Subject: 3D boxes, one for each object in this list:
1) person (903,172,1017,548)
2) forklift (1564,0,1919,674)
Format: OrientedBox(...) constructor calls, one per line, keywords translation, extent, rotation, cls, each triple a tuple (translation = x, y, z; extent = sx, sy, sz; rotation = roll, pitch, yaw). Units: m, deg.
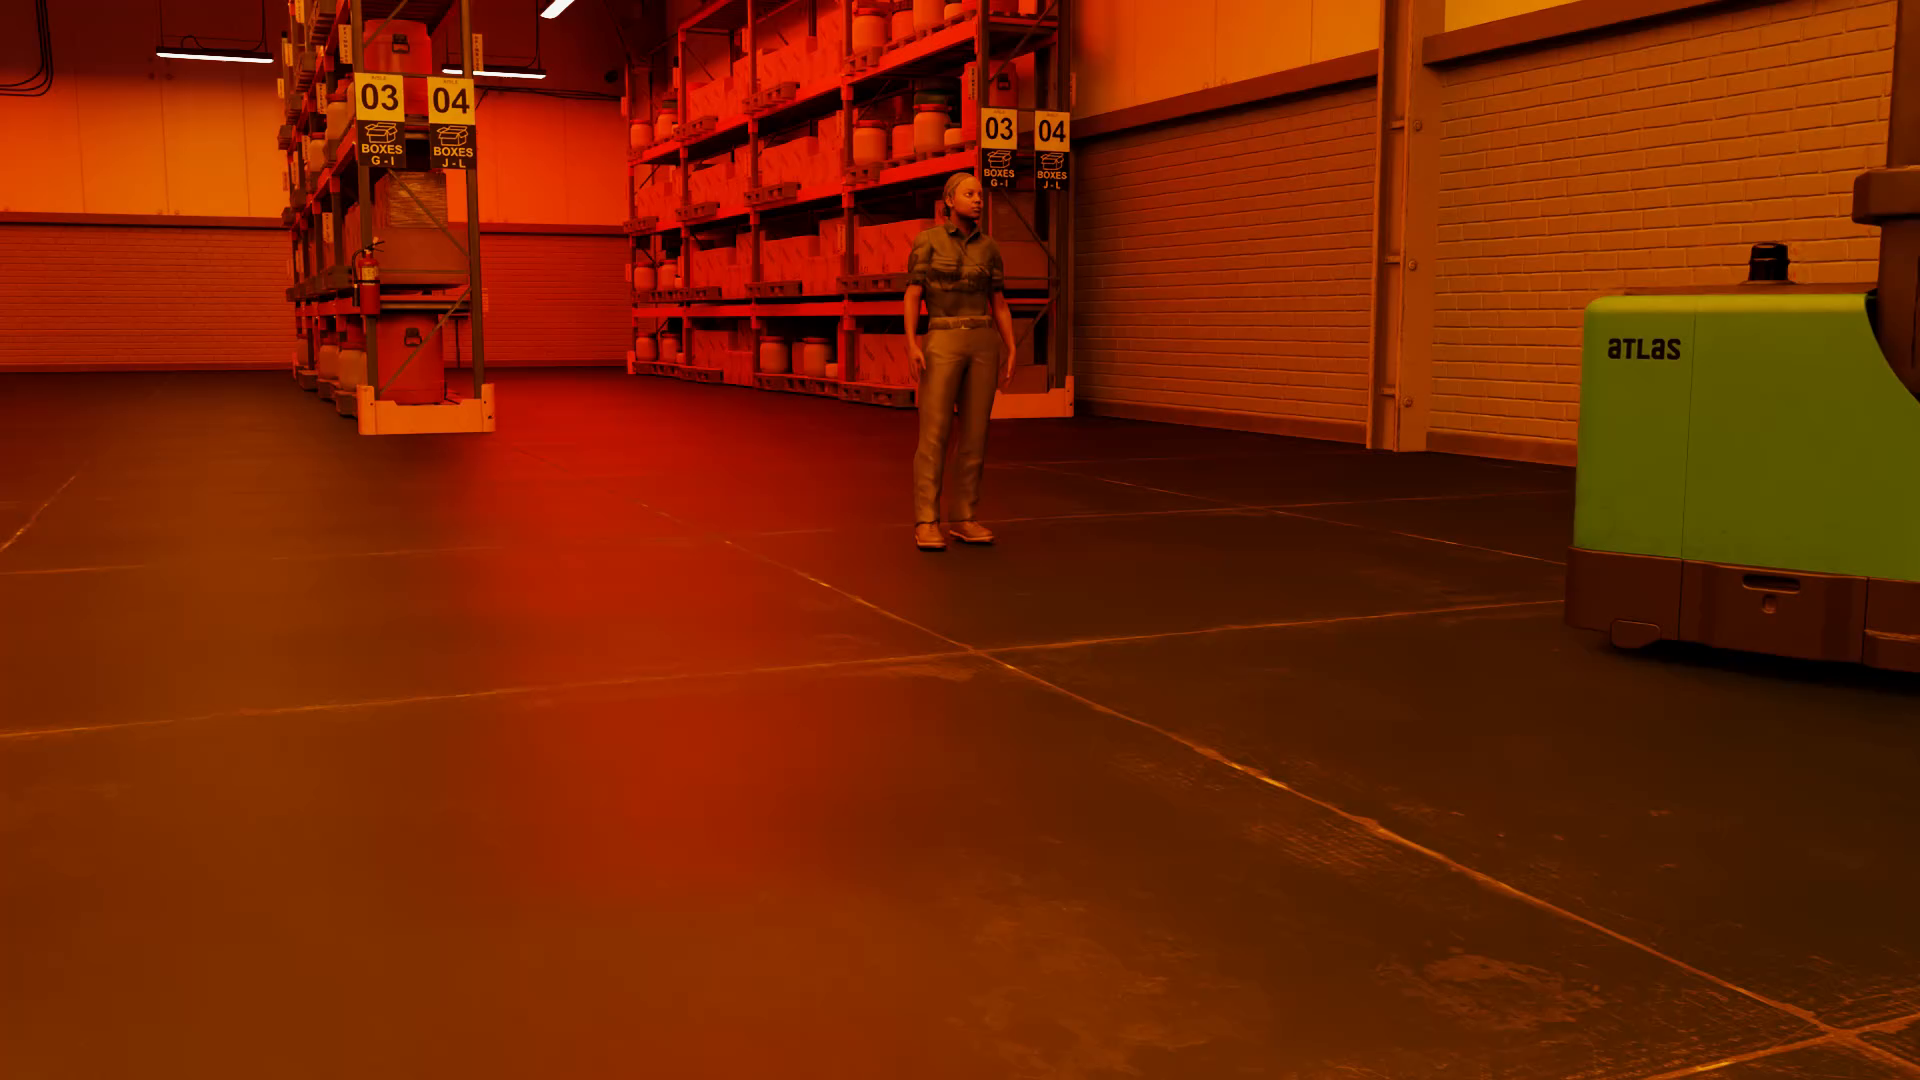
OrientedBox(translation=(0.017, -0.816, 7.457), extent=(0.569, 1.656, 0.503), rotation=(-3, 8, -23), cls="person")
OrientedBox(translation=(3.285, -1.034, 4.283), extent=(3.031, 2.935, 1.130), rotation=(7, 10, 43), cls="forklift")
